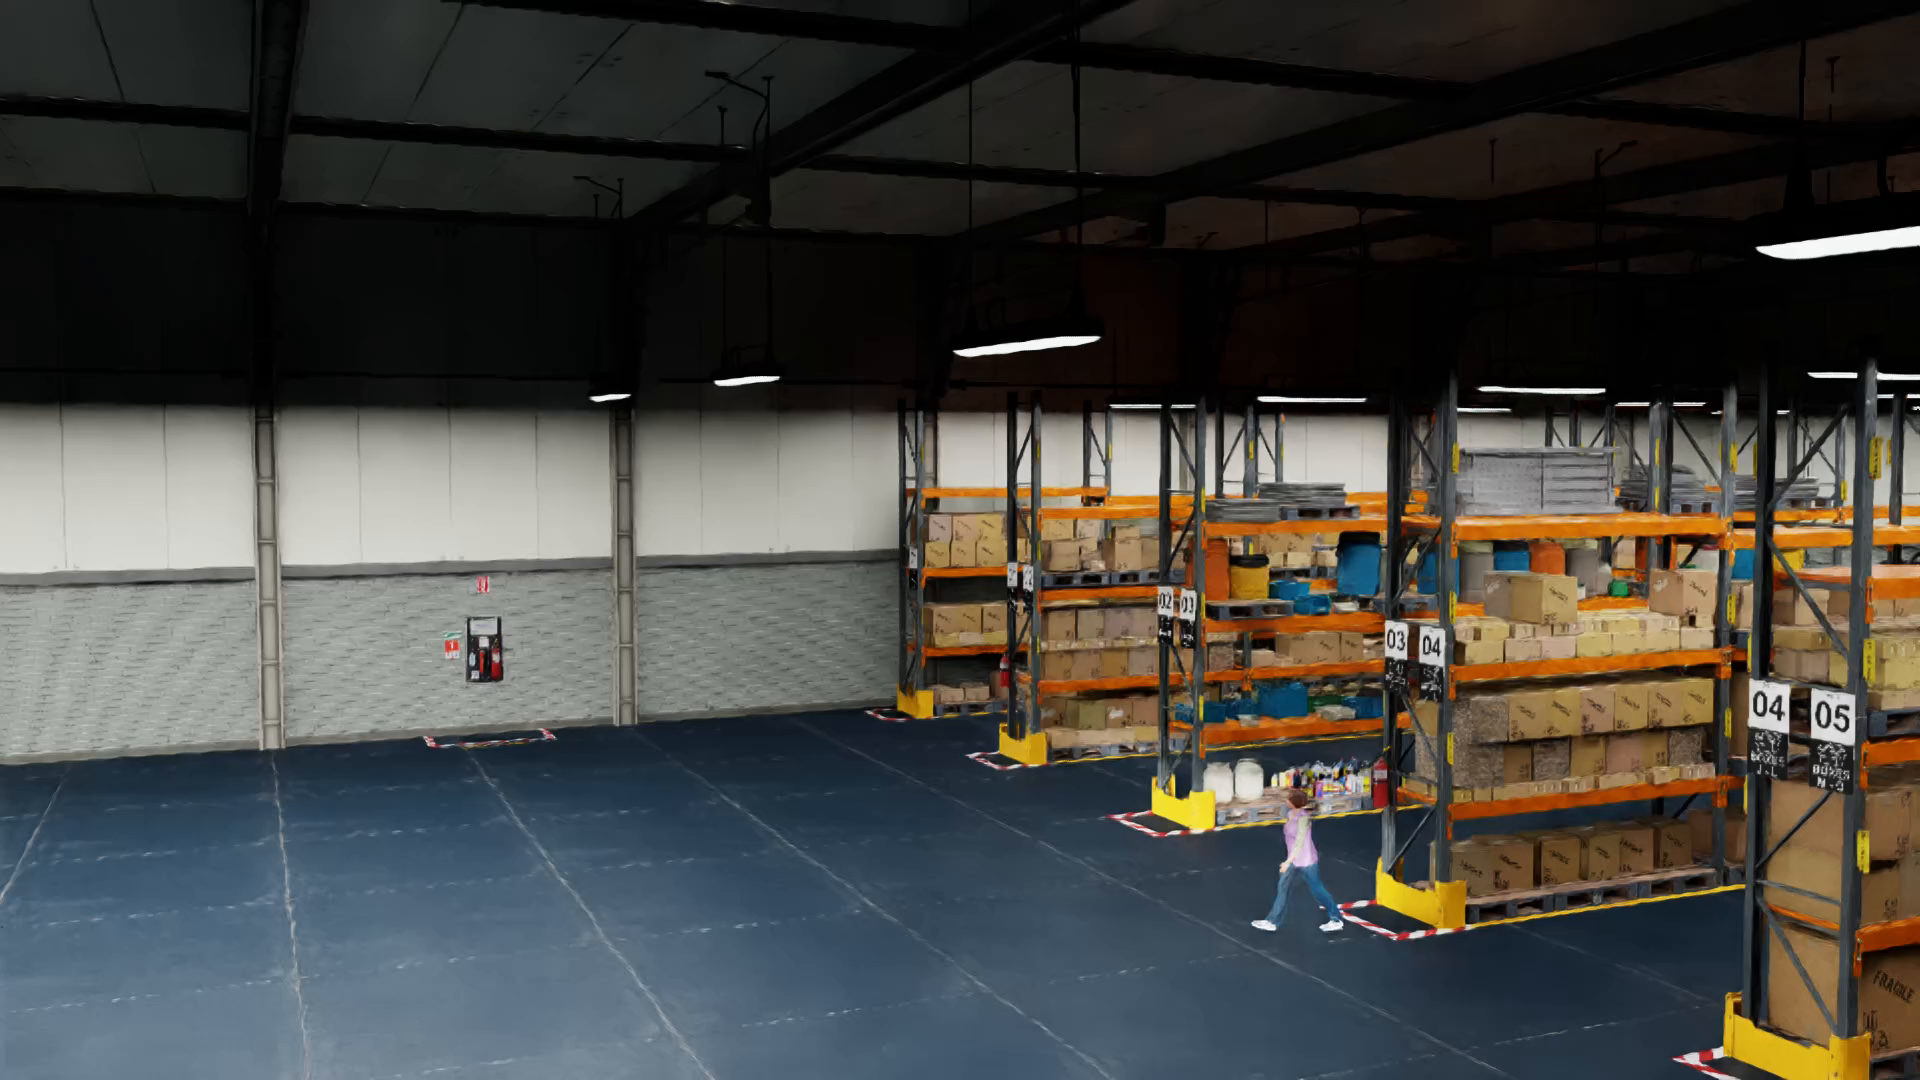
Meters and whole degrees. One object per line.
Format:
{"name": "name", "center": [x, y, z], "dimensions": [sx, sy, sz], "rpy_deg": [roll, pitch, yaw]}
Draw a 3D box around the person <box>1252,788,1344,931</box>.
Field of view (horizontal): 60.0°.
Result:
{"name": "person", "center": [3.575, 3.358, 17.470], "dimensions": [0.962, 1.532, 0.408], "rpy_deg": [-1, 3, -14]}
